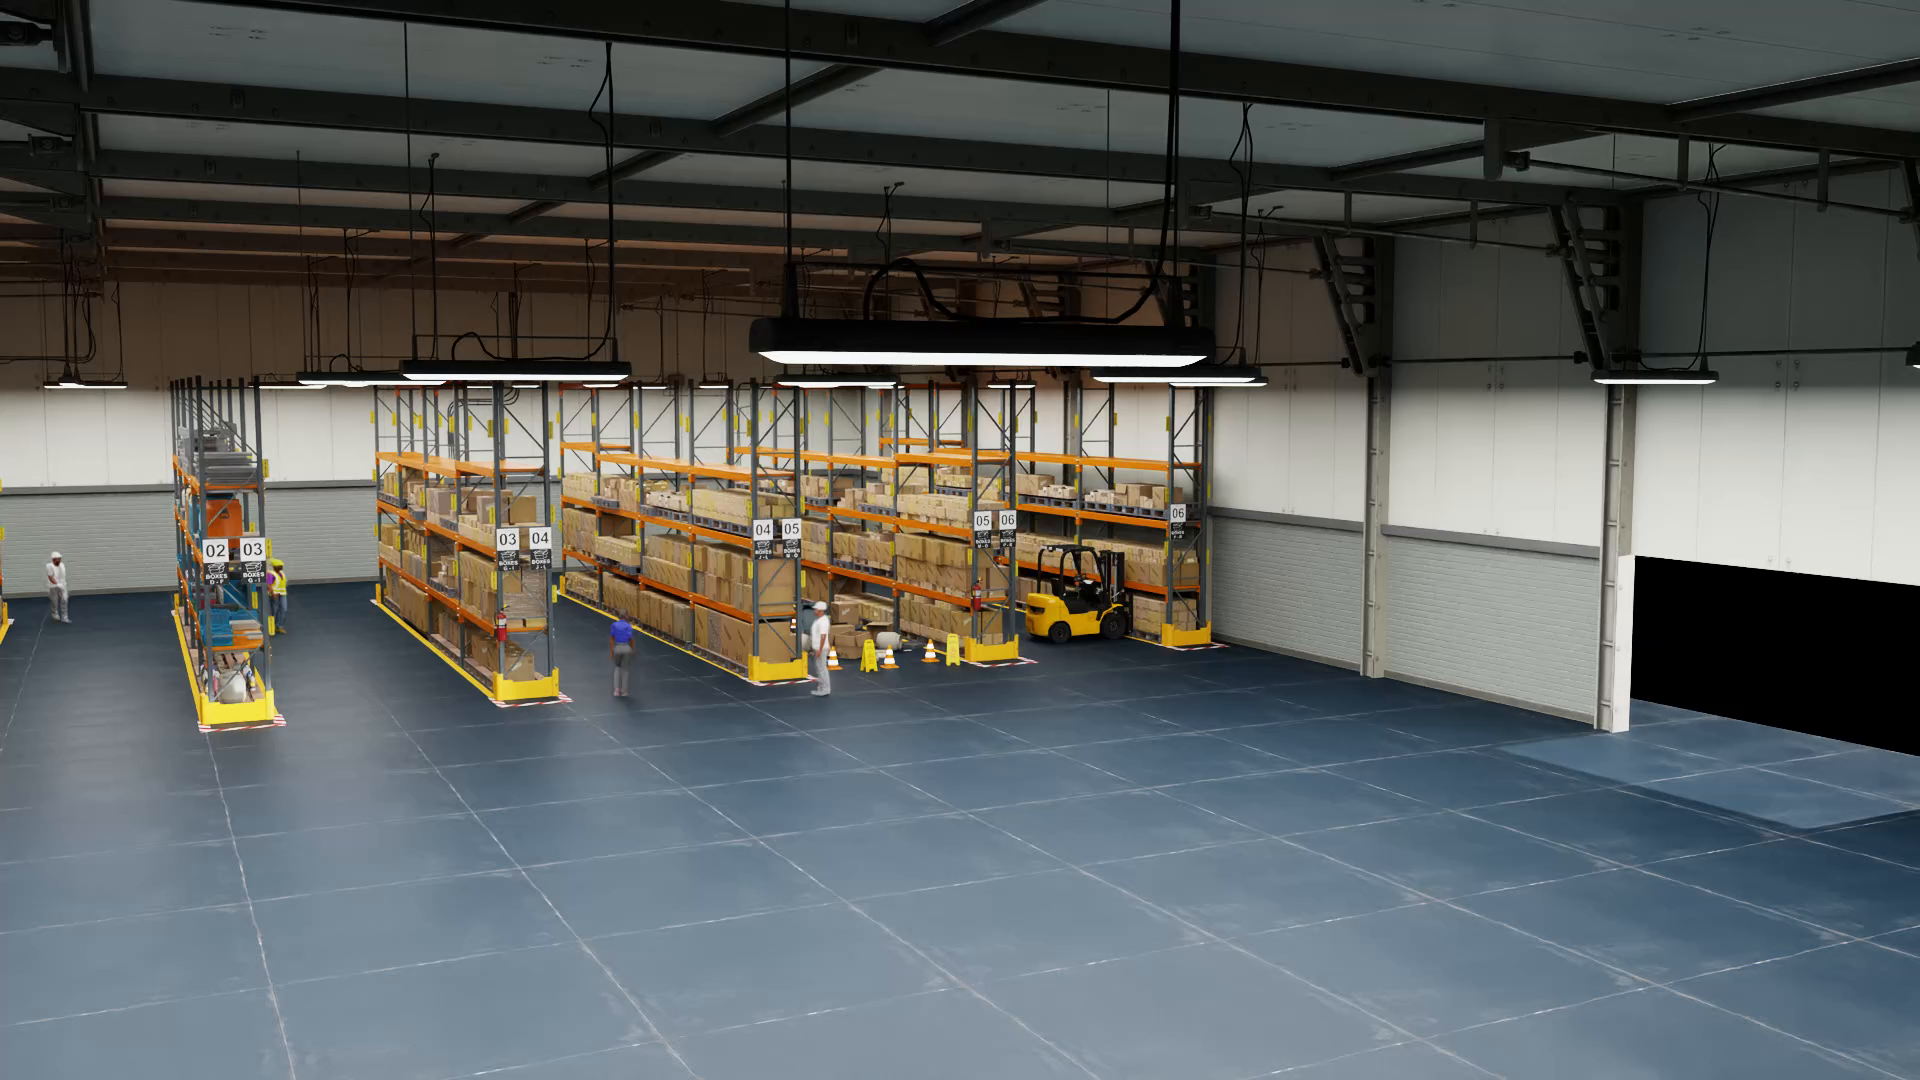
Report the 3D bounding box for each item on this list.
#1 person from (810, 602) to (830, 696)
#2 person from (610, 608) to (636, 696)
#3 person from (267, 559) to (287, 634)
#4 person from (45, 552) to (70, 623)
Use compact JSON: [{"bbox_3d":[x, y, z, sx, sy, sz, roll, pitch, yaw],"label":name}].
[{"bbox_3d":[-2.639,2.050,31.421,0.360,1.782,0.630,-1,5,-16],"label":"person"},{"bbox_3d":[-6.337,2.133,31.261,0.471,1.709,0.461,0,5,3],"label":"person"},{"bbox_3d":[-16.248,1.342,39.576,0.772,1.766,0.523,5,7,44],"label":"person"},{"bbox_3d":[-22.455,1.165,41.347,0.498,1.744,0.905,-4,7,-40],"label":"person"}]
